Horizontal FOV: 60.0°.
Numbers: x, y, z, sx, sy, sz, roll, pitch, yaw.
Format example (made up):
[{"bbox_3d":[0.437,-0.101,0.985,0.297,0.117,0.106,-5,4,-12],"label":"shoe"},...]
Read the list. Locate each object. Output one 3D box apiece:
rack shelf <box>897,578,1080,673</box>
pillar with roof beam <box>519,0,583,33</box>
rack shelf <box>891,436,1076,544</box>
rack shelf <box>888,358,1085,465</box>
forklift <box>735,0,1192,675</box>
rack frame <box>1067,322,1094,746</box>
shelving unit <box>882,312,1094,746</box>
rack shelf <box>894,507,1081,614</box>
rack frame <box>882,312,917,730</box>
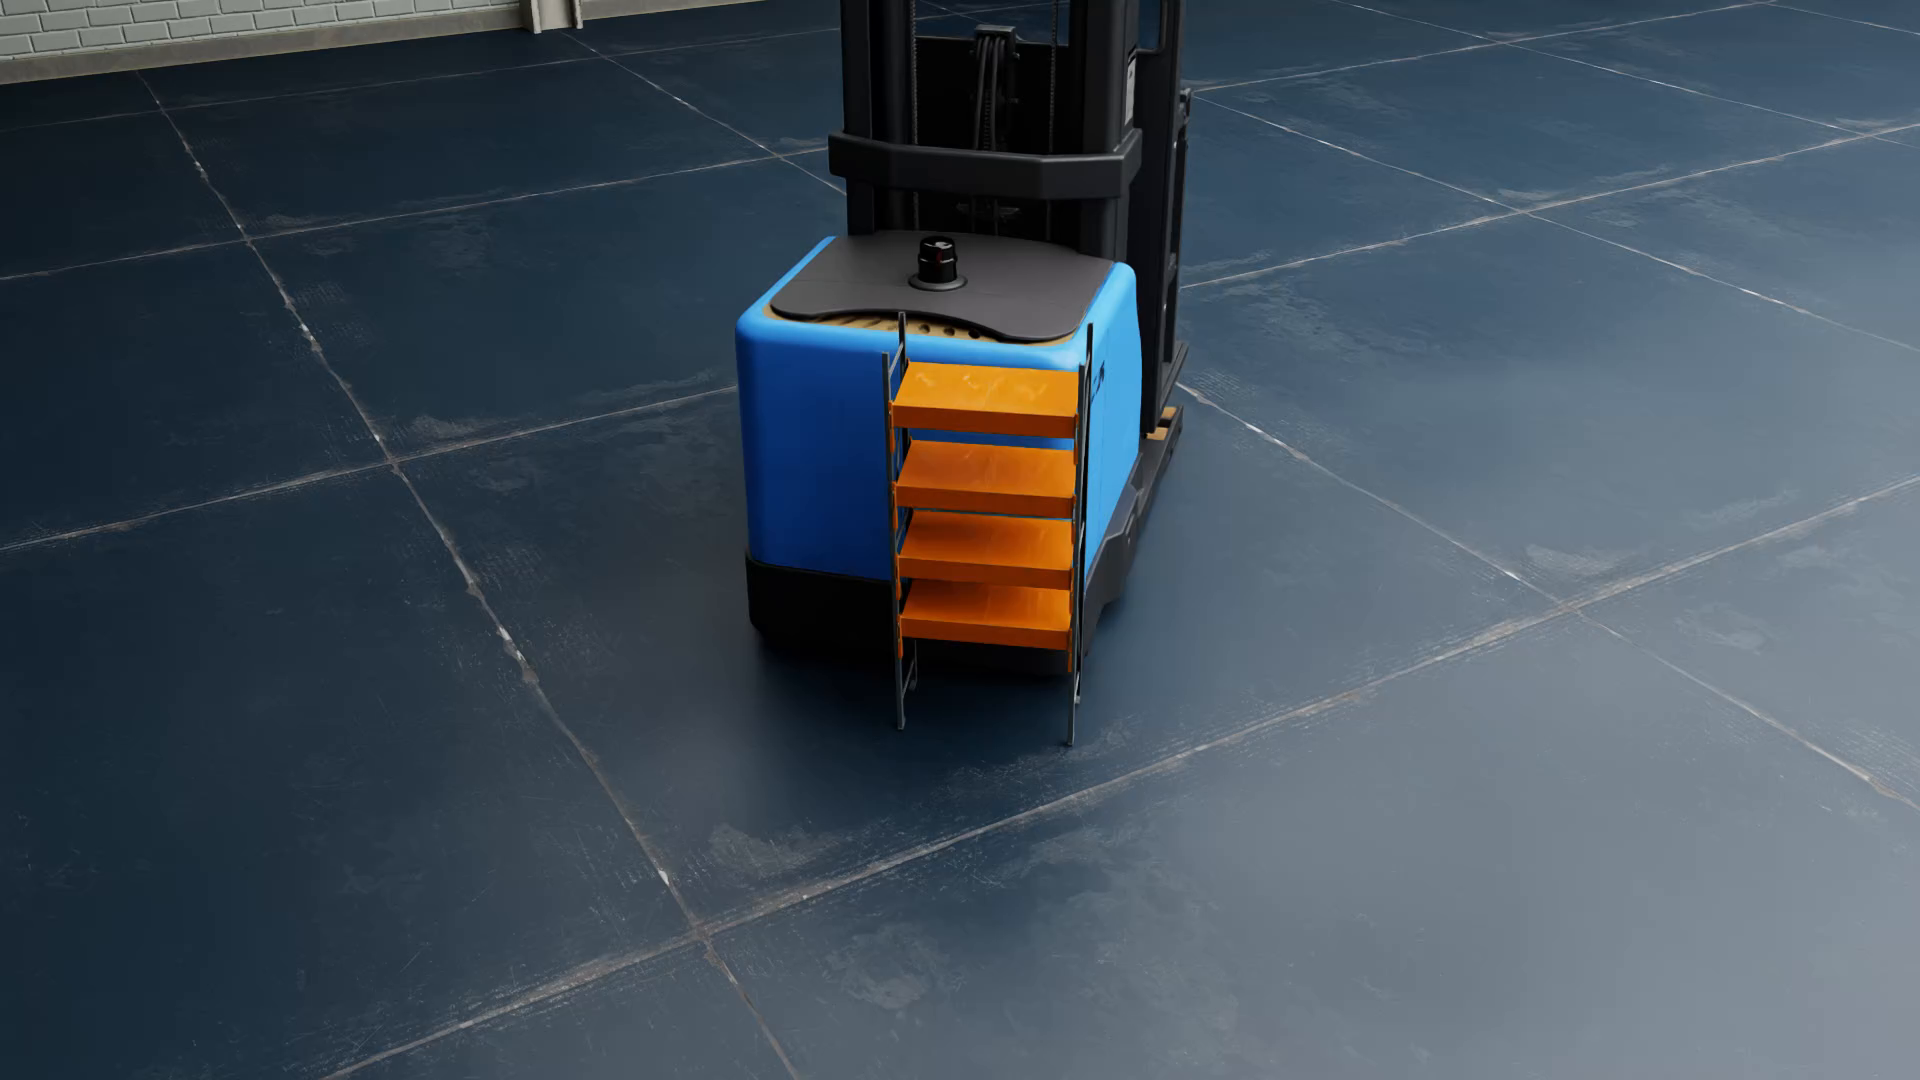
[{"bbox_3d":[0.084,0.218,4.644,0.480,0.148,0.258,4,33,8],"label":"rack shelf"},{"bbox_3d":[-1.013,-6.168,7.613,0.400,9.000,9.100,-16,33,-26],"label":"pillar with roof beam"},{"bbox_3d":[0.079,-0.136,4.413,0.480,0.148,0.258,4,33,8],"label":"rack shelf"},{"bbox_3d":[0.076,-0.334,4.284,0.480,0.148,0.258,4,33,8],"label":"rack shelf"},{"bbox_3d":[0.233,-1.583,5.585,1.130,2.935,3.031,8,30,13],"label":"forklift"},{"bbox_3d":[0.322,0.013,4.465,0.015,1.200,0.240,4,33,8],"label":"rack frame"},{"bbox_3d":[0.081,-0.005,4.498,0.503,1.200,0.258,4,33,8],"label":"shelving unit"},{"bbox_3d":[0.082,0.052,4.535,0.480,0.148,0.258,4,33,8],"label":"rack shelf"},{"bbox_3d":[-0.160,-0.023,4.532,0.015,1.200,0.240,4,33,8],"label":"rack frame"}]
